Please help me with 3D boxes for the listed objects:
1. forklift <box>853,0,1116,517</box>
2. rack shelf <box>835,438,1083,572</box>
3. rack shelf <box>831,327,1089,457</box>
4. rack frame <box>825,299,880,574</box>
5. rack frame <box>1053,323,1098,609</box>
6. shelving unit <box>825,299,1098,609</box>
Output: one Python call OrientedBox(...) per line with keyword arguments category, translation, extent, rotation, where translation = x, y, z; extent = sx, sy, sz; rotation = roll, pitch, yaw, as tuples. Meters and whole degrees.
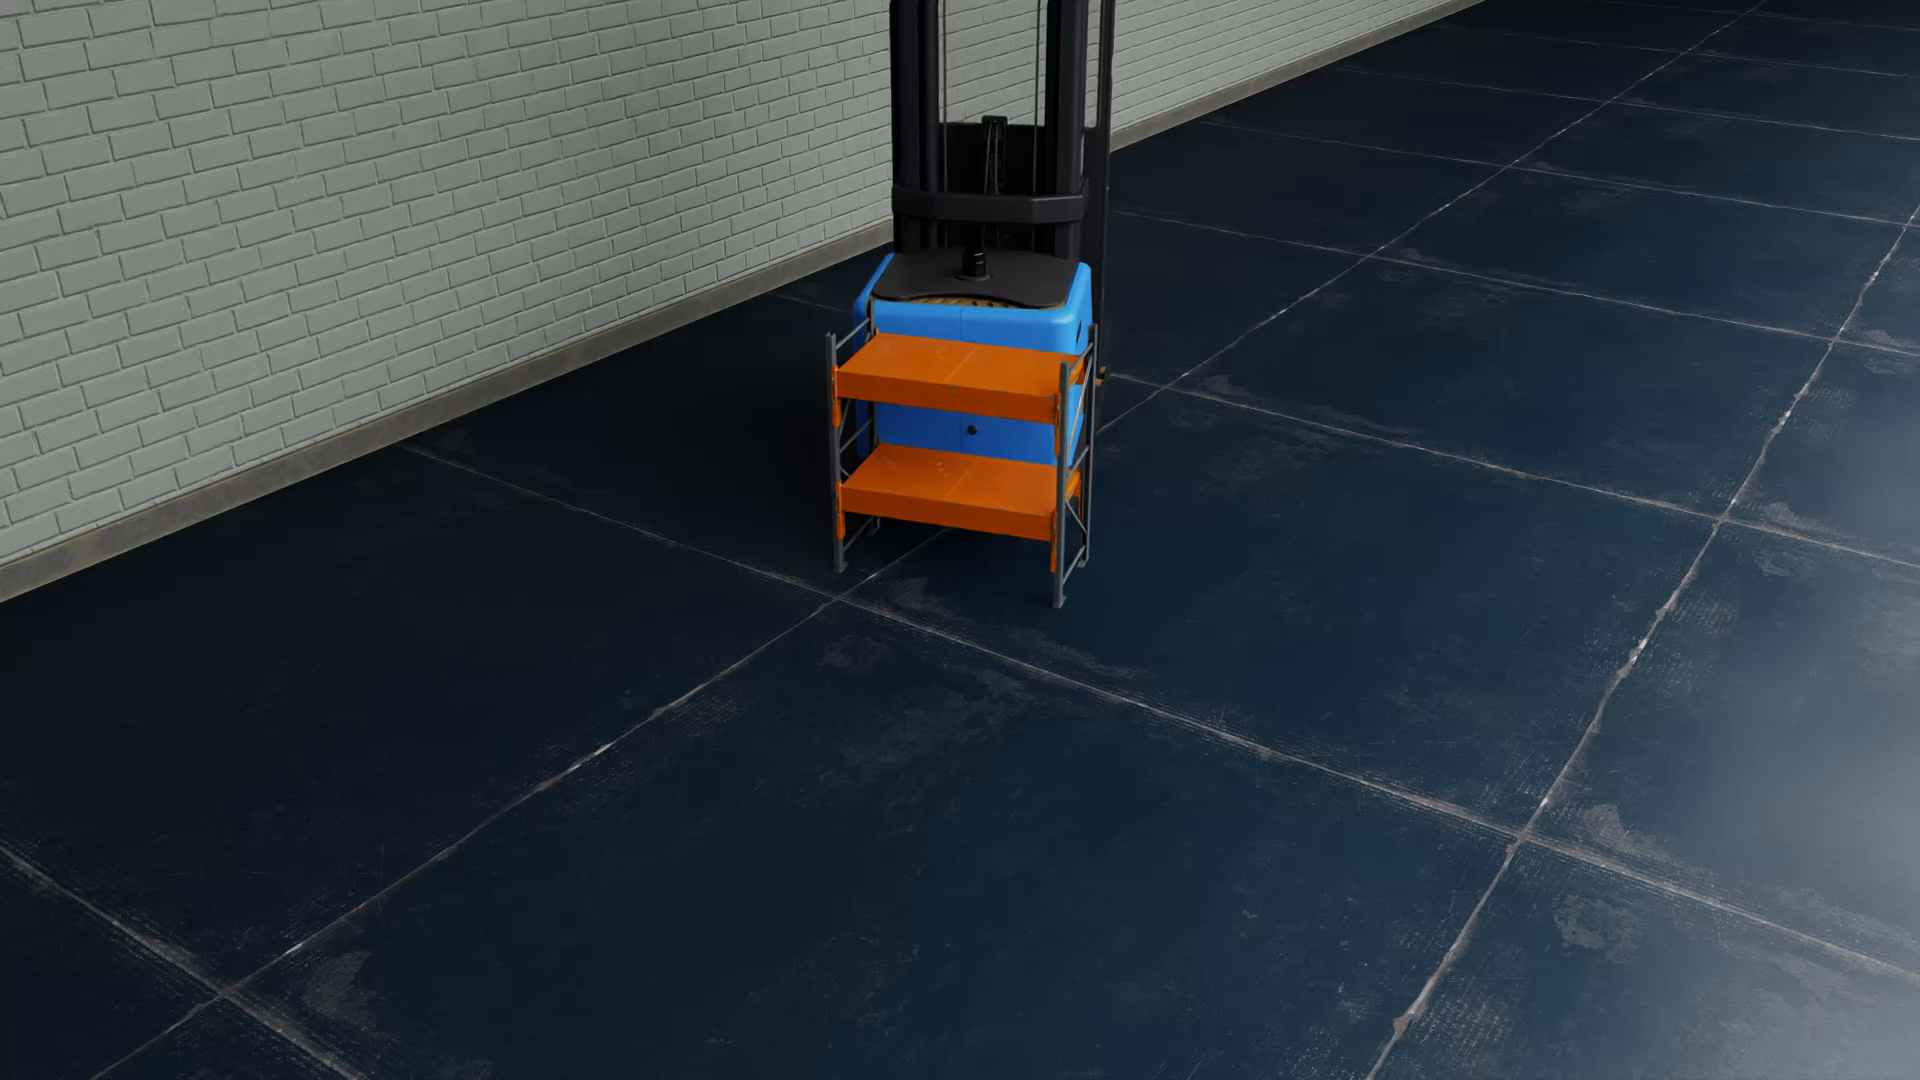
OrientedBox(category="forklift", translation=(0.242, -2.045, 8.537), extent=(1.130, 2.935, 3.031), rotation=(4, 27, 8))
OrientedBox(category="rack shelf", translation=(0.011, -0.168, 7.378), extent=(1.000, 0.278, 0.538), rotation=(9, 28, 16))
OrientedBox(category="rack shelf", translation=(0.011, -0.646, 7.134), extent=(1.000, 0.278, 0.538), rotation=(9, 28, 16))
OrientedBox(category="rack frame", translation=(-0.472, -0.458, 7.410), extent=(0.032, 1.125, 0.500), rotation=(9, 28, 16))
OrientedBox(category="rack frame", translation=(0.493, -0.313, 7.125), extent=(0.032, 1.125, 0.500), rotation=(9, 28, 16))
OrientedBox(category="shelving unit", translation=(0.011, -0.385, 7.267), extent=(1.048, 1.125, 0.538), rotation=(9, 28, 16))
